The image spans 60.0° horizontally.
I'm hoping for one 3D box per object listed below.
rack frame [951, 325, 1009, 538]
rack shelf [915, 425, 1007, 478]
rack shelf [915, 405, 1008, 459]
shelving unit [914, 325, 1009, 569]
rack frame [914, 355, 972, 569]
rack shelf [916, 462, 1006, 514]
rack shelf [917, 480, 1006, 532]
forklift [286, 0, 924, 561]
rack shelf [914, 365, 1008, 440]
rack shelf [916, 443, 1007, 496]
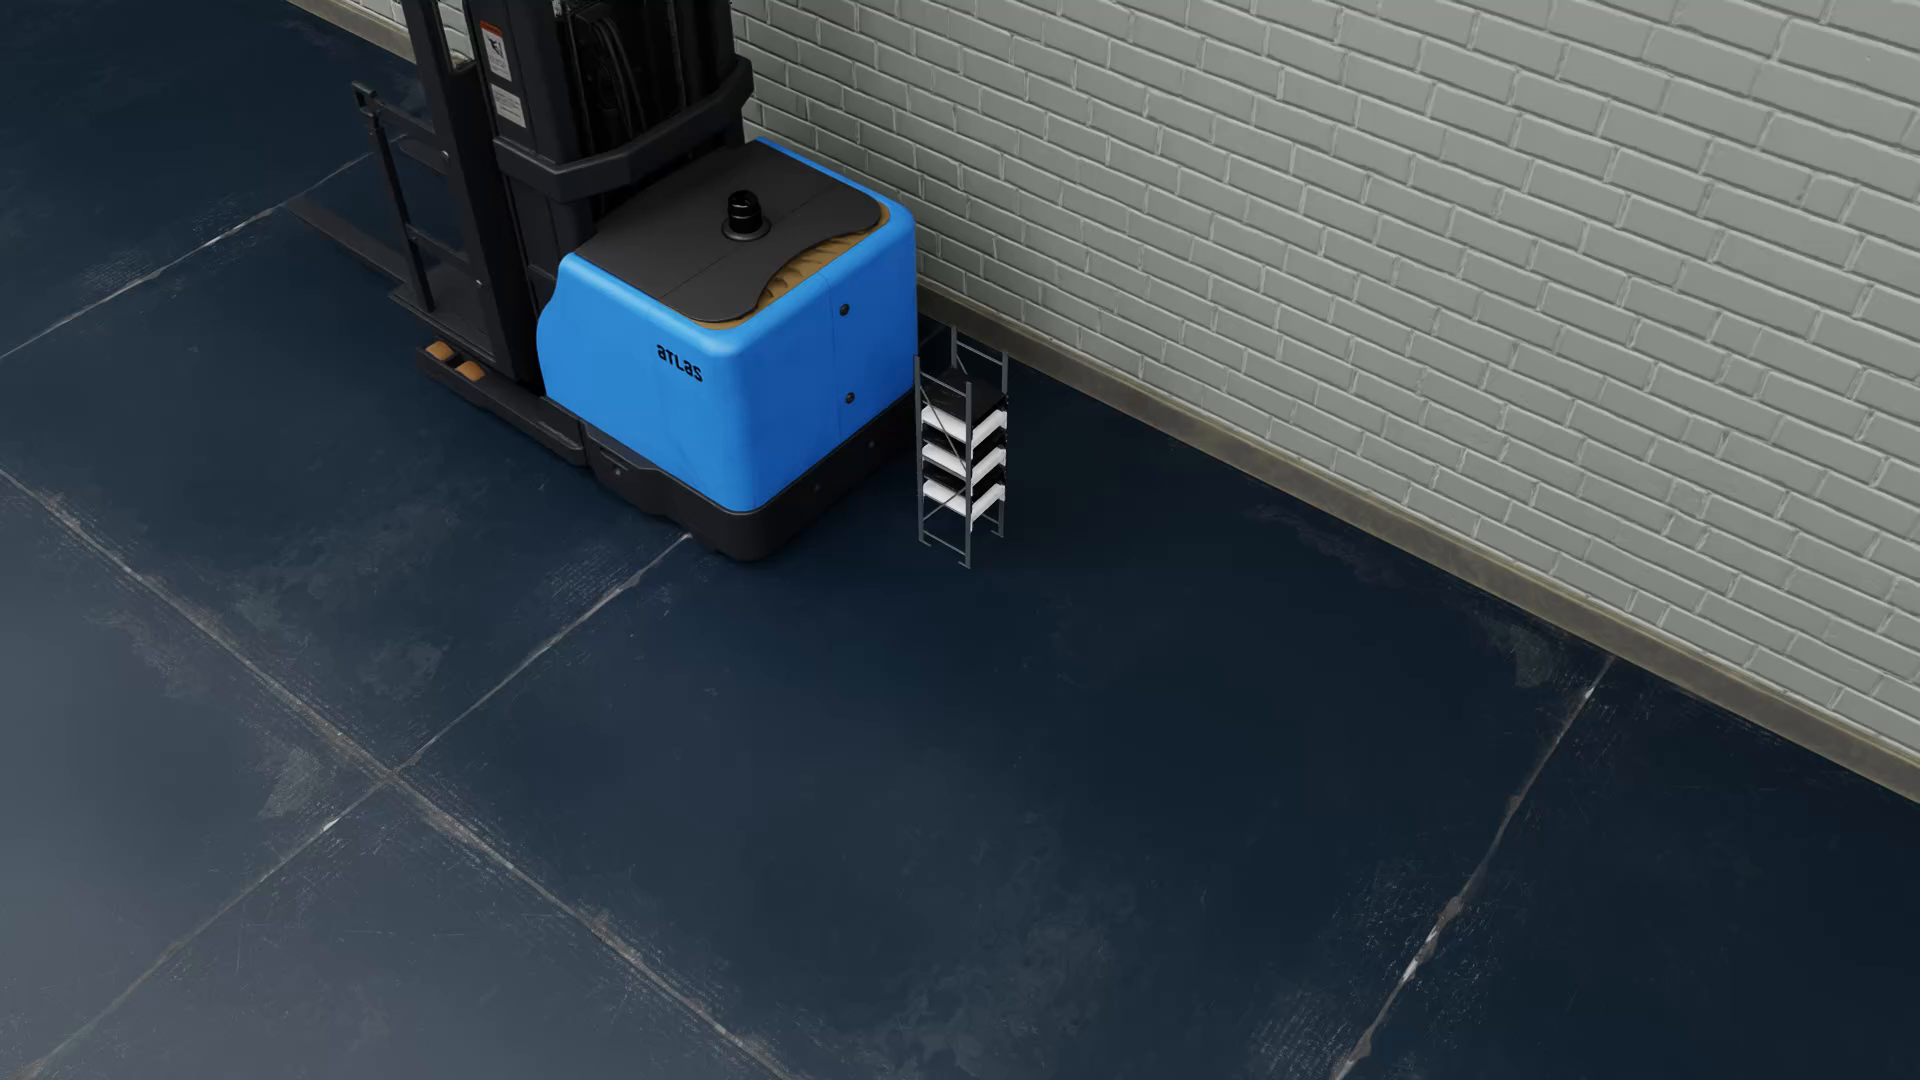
[{"bbox_3d":[0.067,-0.374,5.985,0.240,0.900,0.006,29,53,25],"label":"rack frame"},{"bbox_3d":[0.005,-0.355,5.888,0.258,0.077,0.200,29,53,25],"label":"rack shelf"},{"bbox_3d":[0.005,-0.417,5.823,0.258,0.077,0.200,29,53,25],"label":"rack shelf"},{"bbox_3d":[0.005,-0.315,5.929,0.258,0.900,0.210,29,53,25],"label":"shelving unit"},{"bbox_3d":[-0.057,-0.257,5.873,0.240,0.900,0.006,29,53,25],"label":"rack frame"},{"bbox_3d":[0.005,-0.230,6.018,0.258,0.077,0.200,29,53,25],"label":"rack shelf"},{"bbox_3d":[0.005,-0.168,6.083,0.258,0.077,0.200,29,53,25],"label":"rack shelf"},{"bbox_3d":[-1.604,-1.841,5.982,3.031,2.935,1.130,31,54,26],"label":"forklift"},{"bbox_3d":[0.005,-0.479,5.758,0.258,0.077,0.200,29,53,25],"label":"rack shelf"},{"bbox_3d":[0.005,-0.292,5.953,0.258,0.077,0.200,29,53,25],"label":"rack shelf"}]
